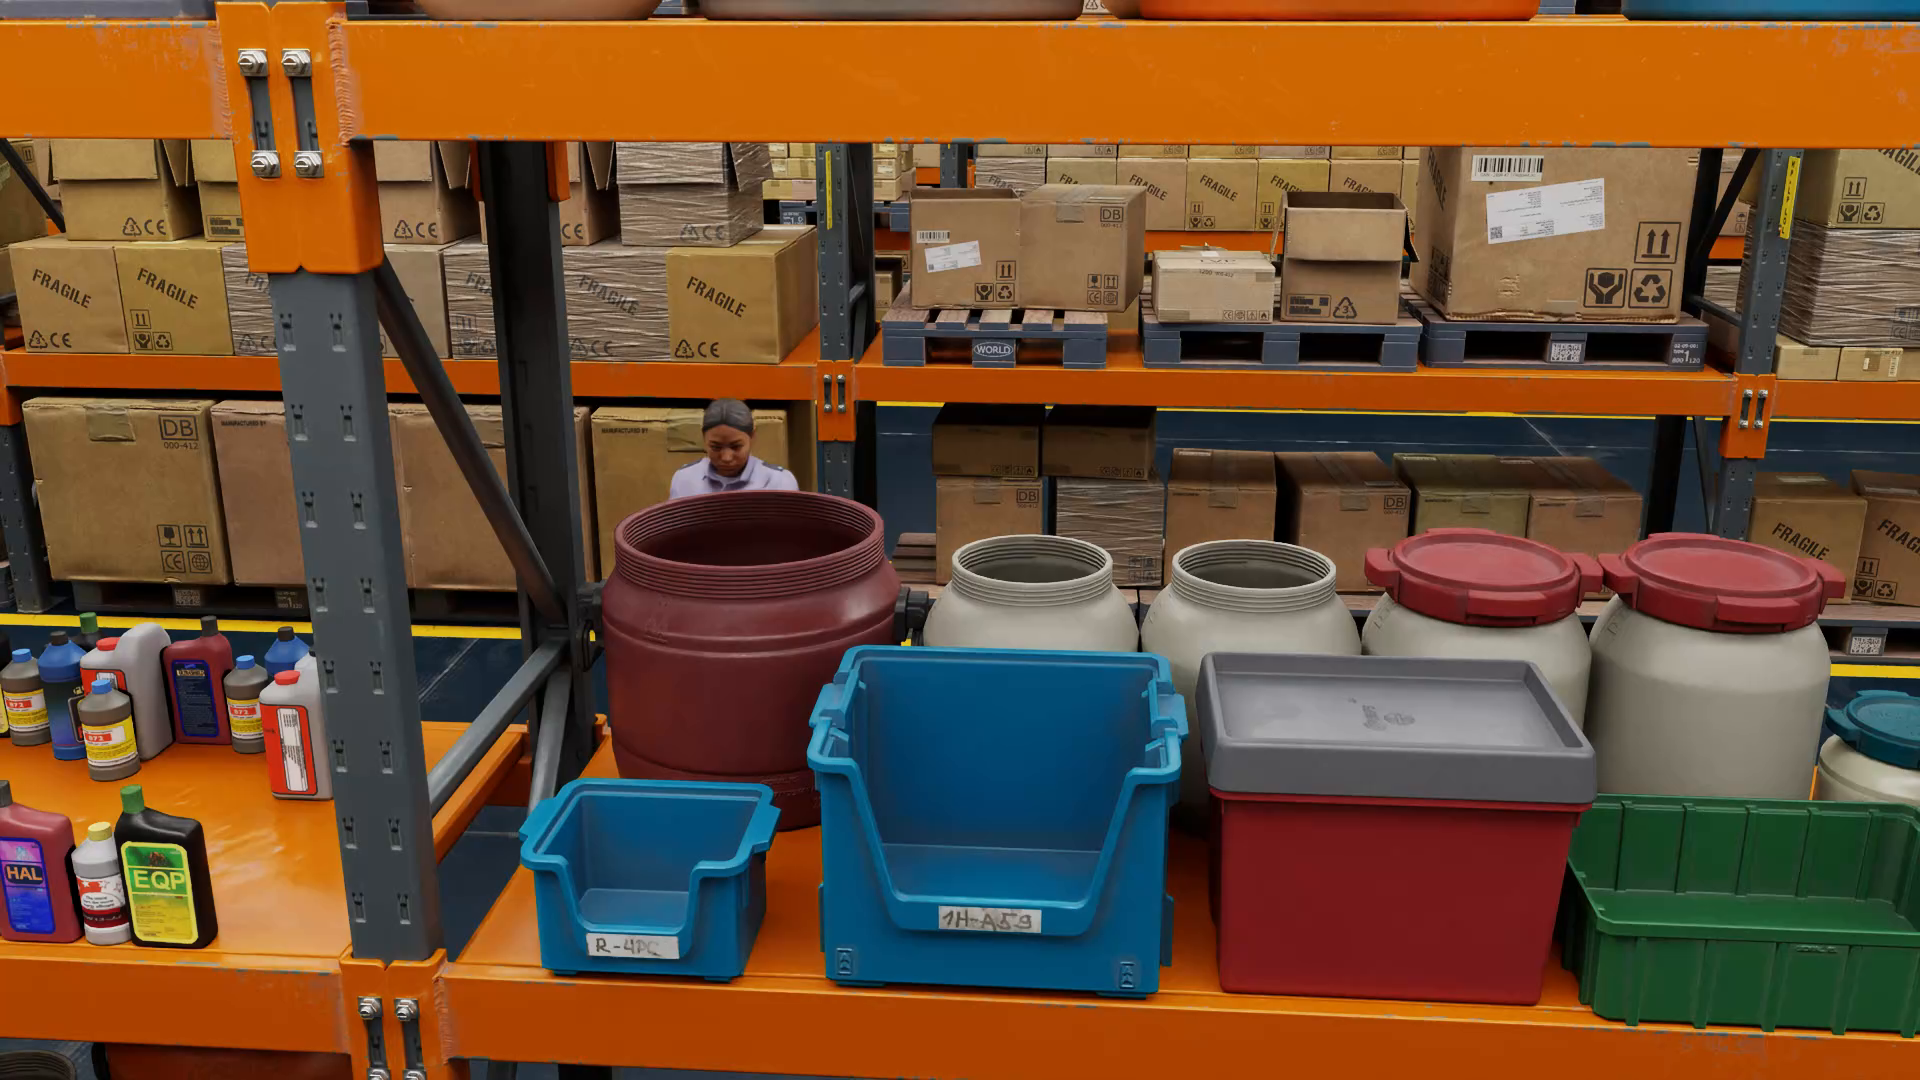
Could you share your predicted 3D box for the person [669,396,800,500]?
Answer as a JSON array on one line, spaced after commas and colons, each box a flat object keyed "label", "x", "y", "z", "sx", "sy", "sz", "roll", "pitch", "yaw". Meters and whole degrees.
[{"label": "person", "x": -0.749, "y": 0.312, "z": 5.620, "sx": 0.474, "sy": 1.640, "sz": 0.339, "roll": 2, "pitch": 18, "yaw": 5}]
